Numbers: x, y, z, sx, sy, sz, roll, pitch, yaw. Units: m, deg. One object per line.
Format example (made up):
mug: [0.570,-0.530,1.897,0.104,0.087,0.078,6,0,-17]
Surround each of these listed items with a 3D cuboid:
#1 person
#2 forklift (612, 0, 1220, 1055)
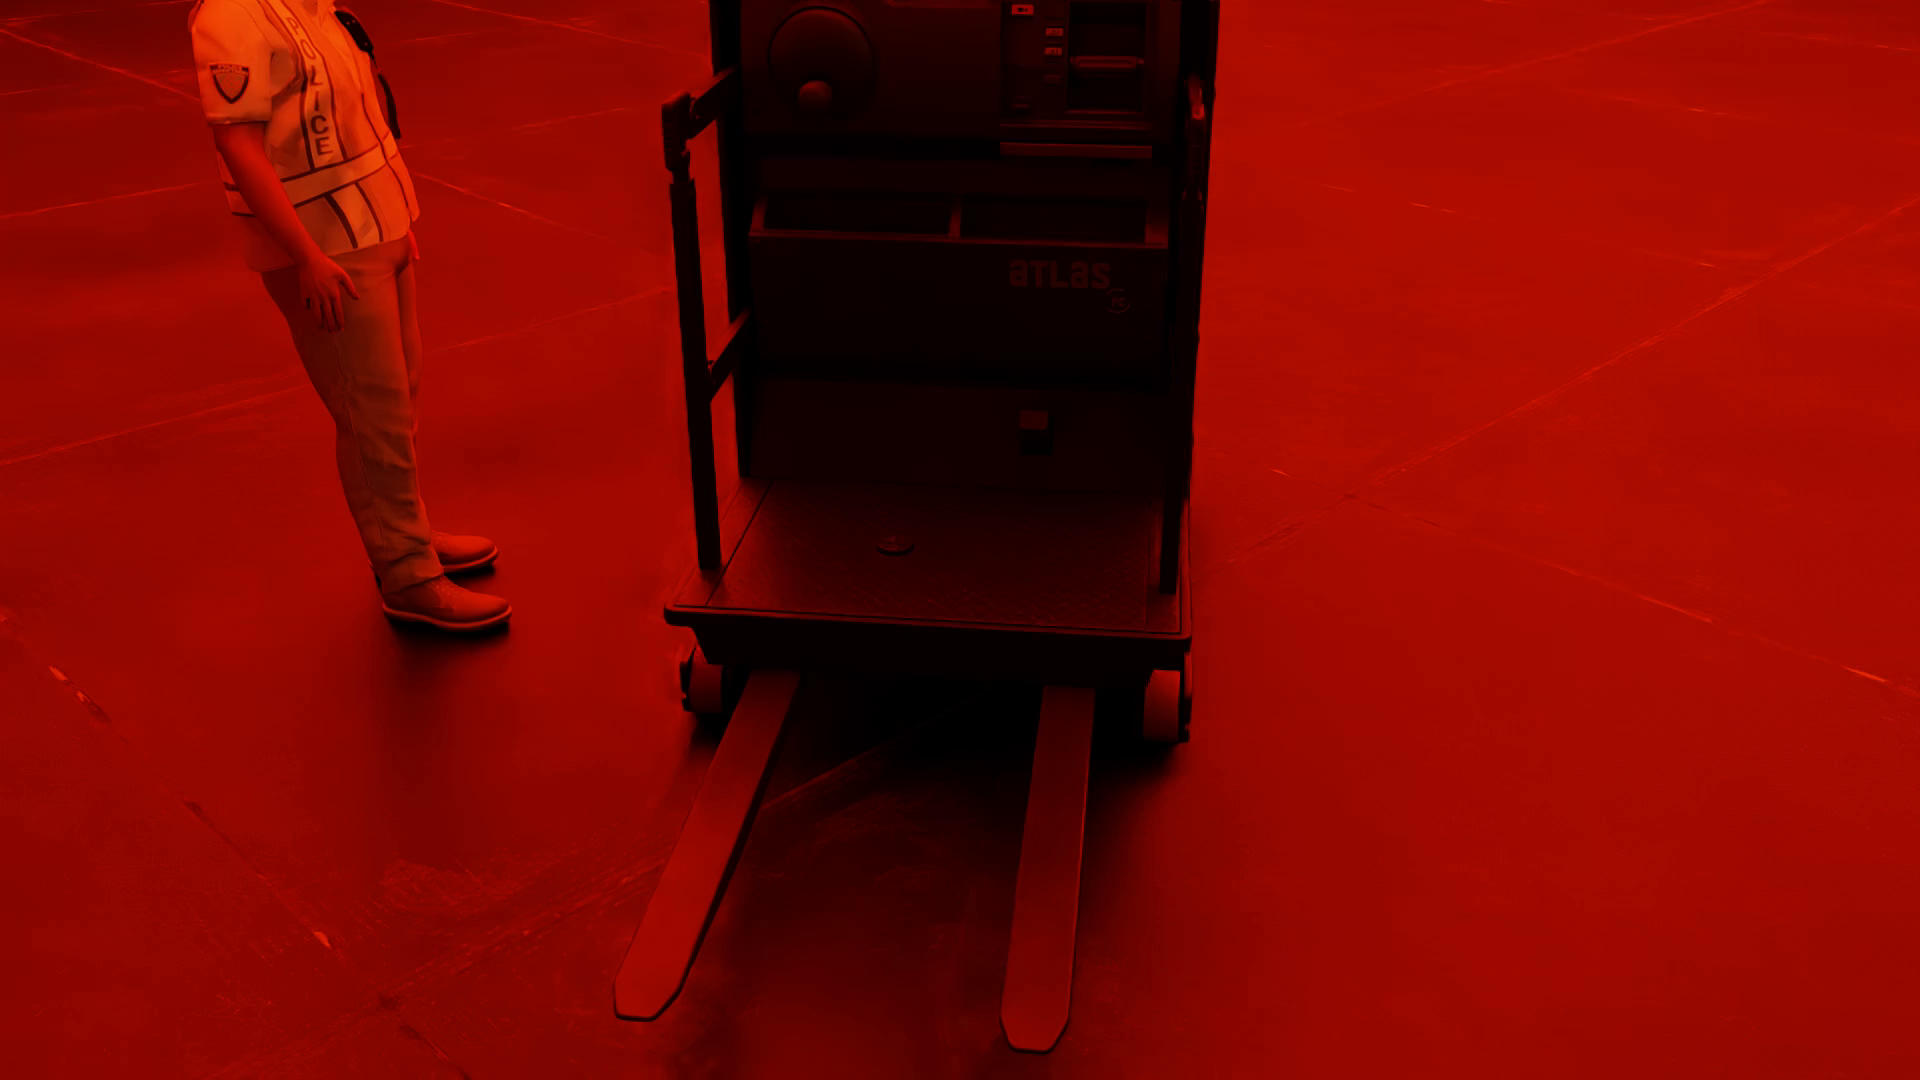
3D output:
person: [-1.397,-0.709,3.946,0.574,1.781,0.640,0,26,-1]
forklift: [-0.024,-1.031,3.316,1.130,2.935,3.031,3,26,6]
